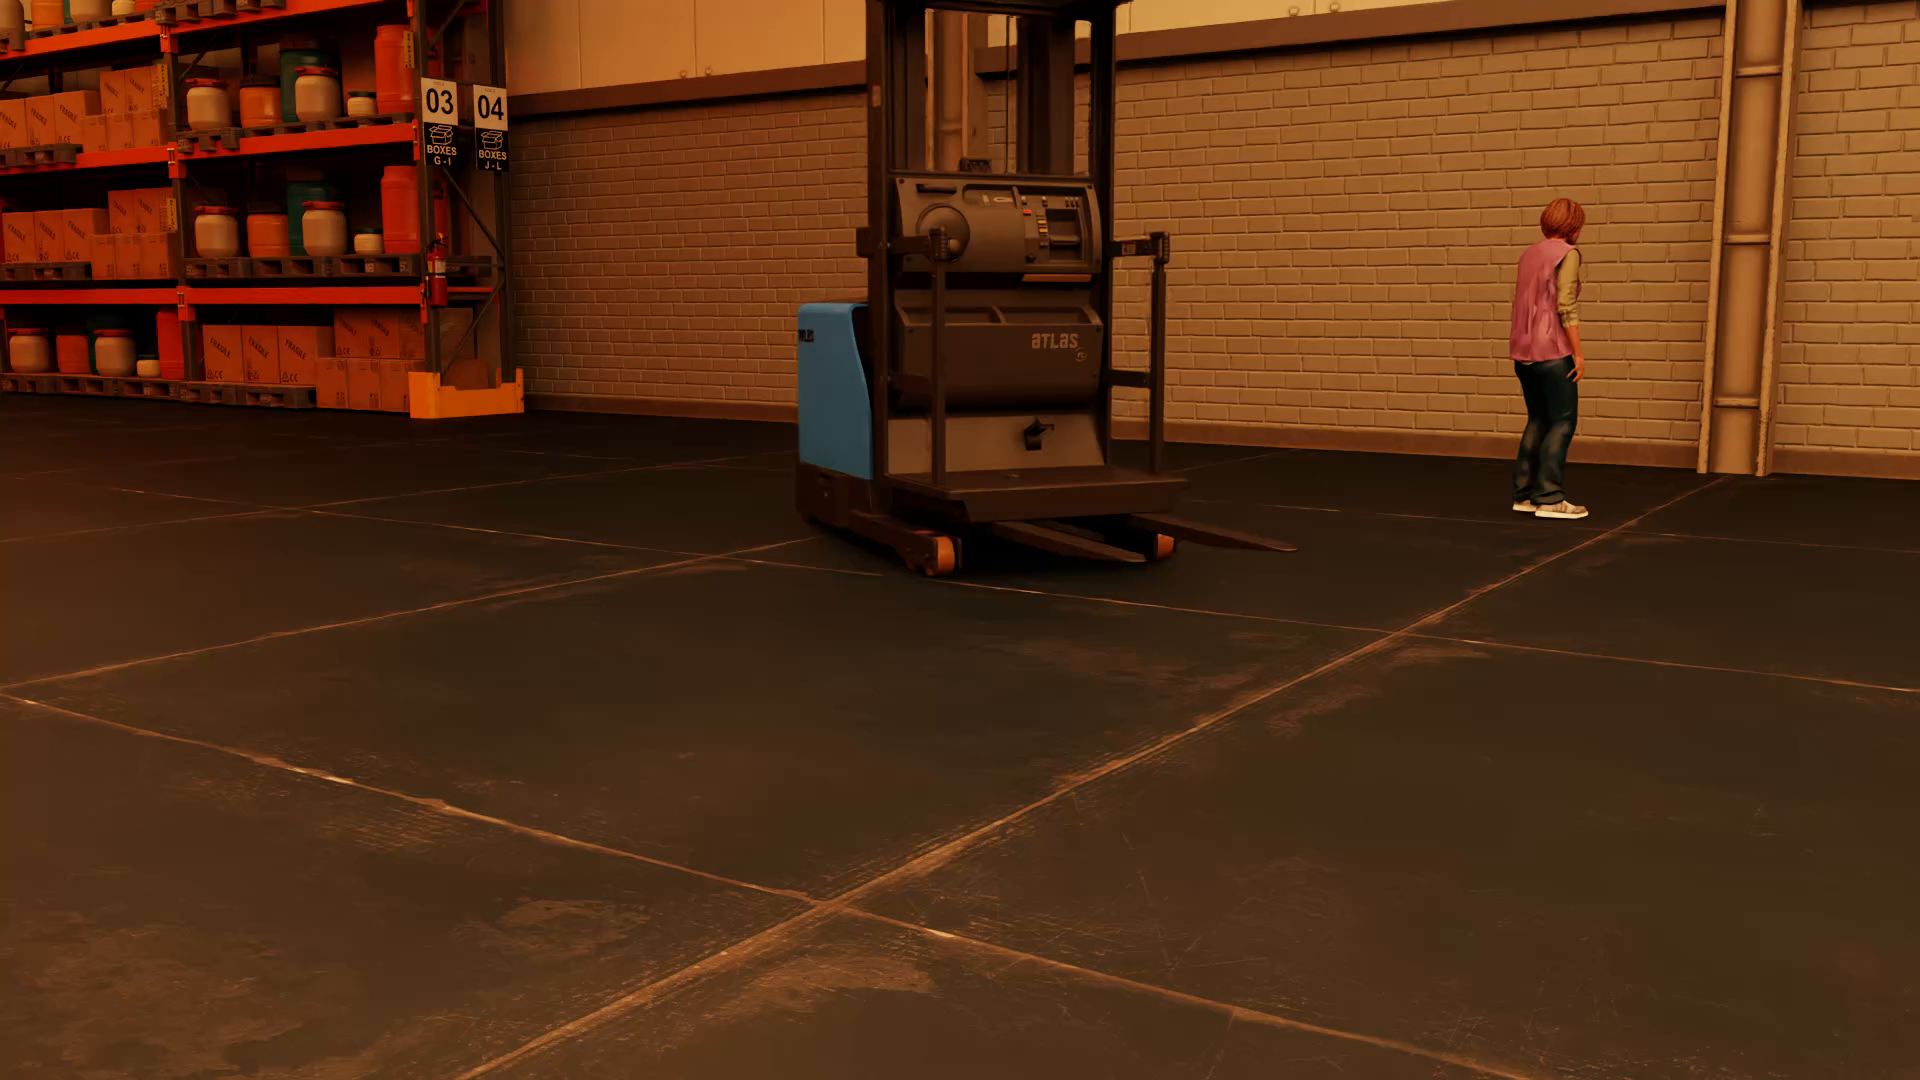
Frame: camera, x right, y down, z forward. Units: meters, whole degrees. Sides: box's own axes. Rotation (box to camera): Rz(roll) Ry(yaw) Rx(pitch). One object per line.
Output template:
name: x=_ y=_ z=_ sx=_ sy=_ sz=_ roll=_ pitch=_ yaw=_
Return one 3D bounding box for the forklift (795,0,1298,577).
forklift: x=0.258 y=-1.373 z=6.847 sx=1.130 sy=2.935 sz=3.031 roll=-4 pitch=9 yaw=-24

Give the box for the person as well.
person: x=2.966 y=-0.910 z=8.373 sx=0.357 sy=1.596 sz=0.464 roll=-2 pitch=8 yaw=-16
